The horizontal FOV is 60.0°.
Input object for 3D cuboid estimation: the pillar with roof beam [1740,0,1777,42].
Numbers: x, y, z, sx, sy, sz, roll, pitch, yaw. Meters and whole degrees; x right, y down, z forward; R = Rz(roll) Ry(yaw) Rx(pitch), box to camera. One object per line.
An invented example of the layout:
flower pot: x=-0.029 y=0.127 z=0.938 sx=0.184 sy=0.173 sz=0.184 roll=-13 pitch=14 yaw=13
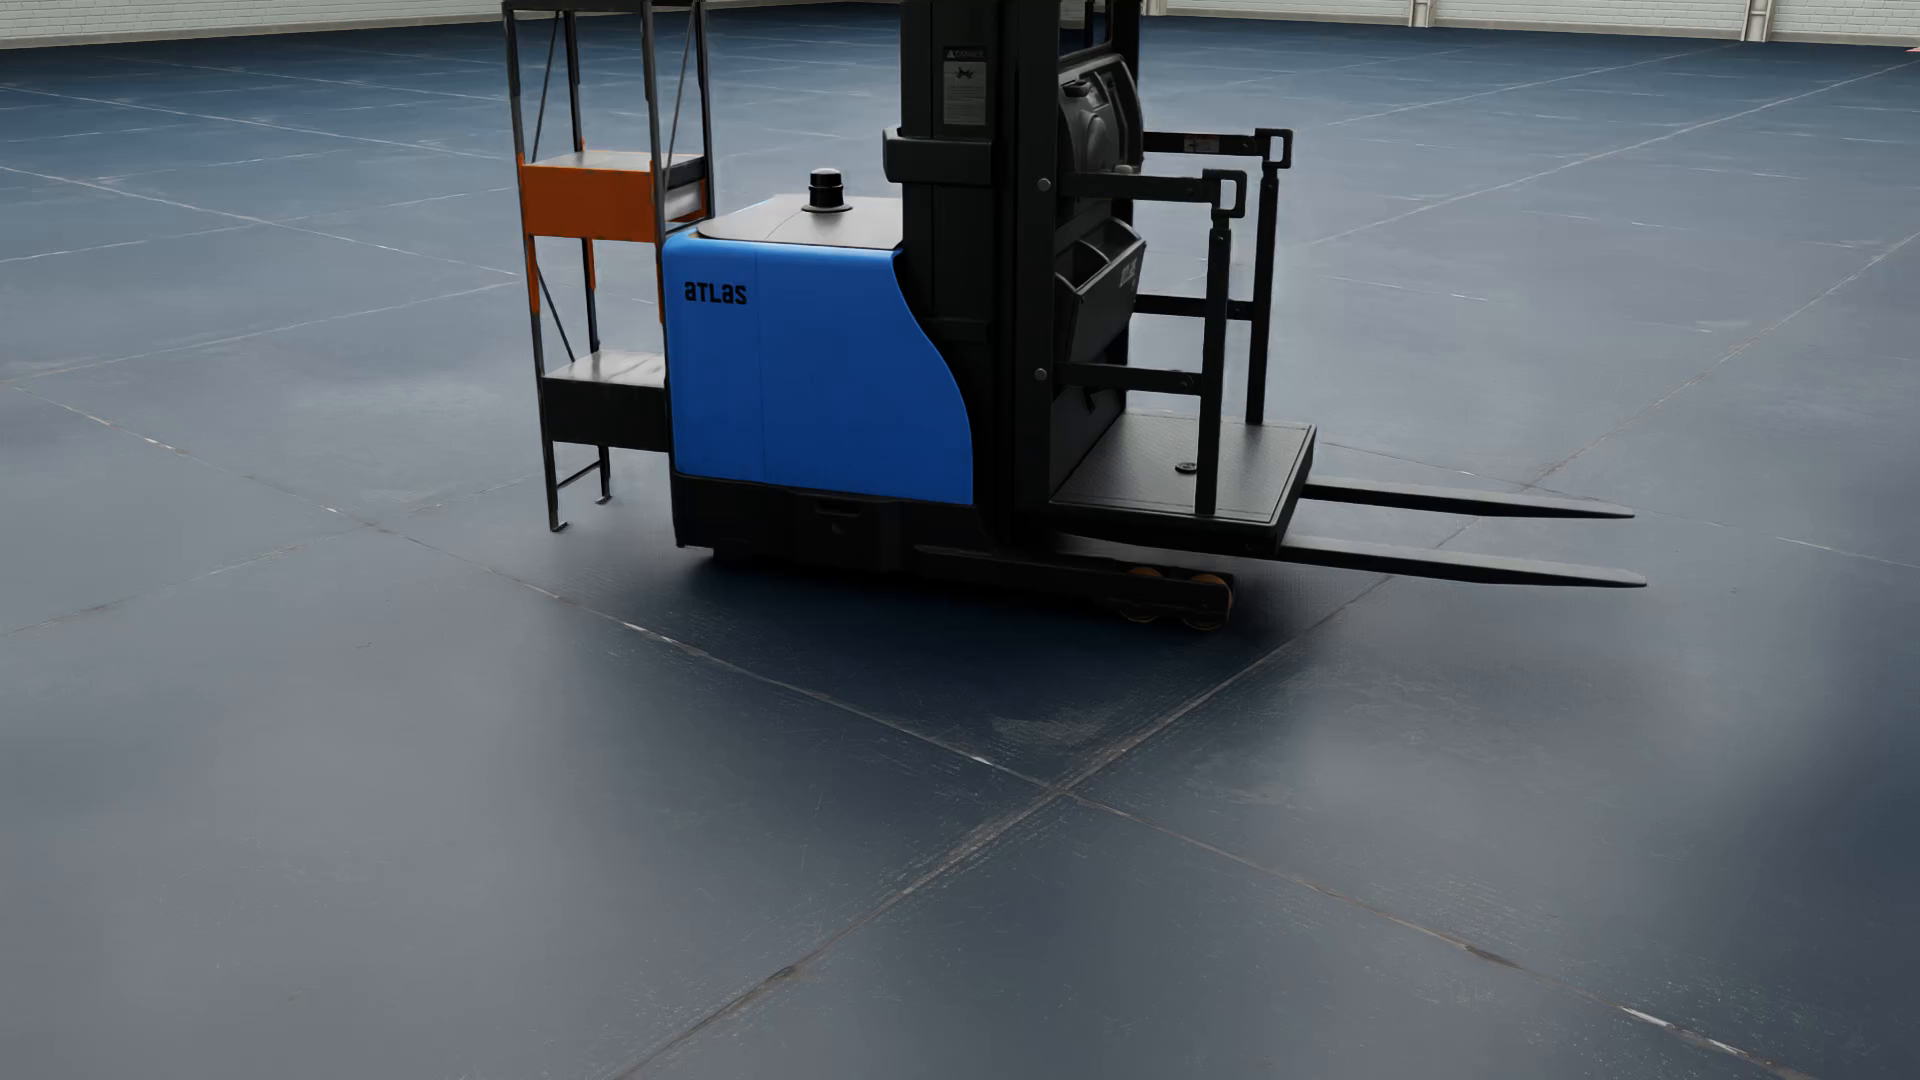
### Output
pillar with roof beam: x=10.701 y=-11.460 z=23.360 sx=0.400 sy=9.000 sz=9.100 roll=16 pitch=26 yaw=36

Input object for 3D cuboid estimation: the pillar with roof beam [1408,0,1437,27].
pillar with roof beam: x=6.053 y=-12.799 z=26.910 sx=0.400 sy=9.000 sz=9.100 roll=16 pitch=26 yaw=36

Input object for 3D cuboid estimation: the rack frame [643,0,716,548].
rack frame: x=-0.896 y=-1.024 z=5.463 sx=0.015 sy=2.100 sz=0.400 roll=6 pitch=22 yaw=17

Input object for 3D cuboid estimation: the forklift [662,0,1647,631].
forklift: x=0.623 y=-1.309 z=5.042 sx=3.031 sy=2.935 sz=1.130 roll=6 pitch=22 yaw=17

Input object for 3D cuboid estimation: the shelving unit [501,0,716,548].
shelving unit: x=-1.128 y=-1.050 z=5.532 sx=0.503 sy=2.100 sz=0.431 roll=6 pitch=22 yaw=17

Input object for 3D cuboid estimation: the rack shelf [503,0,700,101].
rack shelf: x=-1.128 y=-1.692 z=5.290 sx=0.480 sy=0.518 sz=0.431 roll=6 pitch=22 yaw=17

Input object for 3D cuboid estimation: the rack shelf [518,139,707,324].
rack shelf: x=-1.128 y=-1.037 z=5.537 sx=0.480 sy=0.518 sz=0.431 roll=6 pitch=22 yaw=17

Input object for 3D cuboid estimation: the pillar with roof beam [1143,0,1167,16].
pillar with roof beam: x=1.404 y=-14.137 z=30.460 sx=0.400 sy=9.000 sz=9.100 roll=16 pitch=26 yaw=36

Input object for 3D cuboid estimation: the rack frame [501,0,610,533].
rack frame: x=-1.361 y=-1.076 z=5.602 sx=0.015 sy=2.100 sz=0.400 roll=6 pitch=22 yaw=17

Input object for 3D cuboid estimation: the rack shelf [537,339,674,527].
rack shelf: x=-1.128 y=-0.382 z=5.784 sx=0.480 sy=0.518 sz=0.431 roll=6 pitch=22 yaw=17
